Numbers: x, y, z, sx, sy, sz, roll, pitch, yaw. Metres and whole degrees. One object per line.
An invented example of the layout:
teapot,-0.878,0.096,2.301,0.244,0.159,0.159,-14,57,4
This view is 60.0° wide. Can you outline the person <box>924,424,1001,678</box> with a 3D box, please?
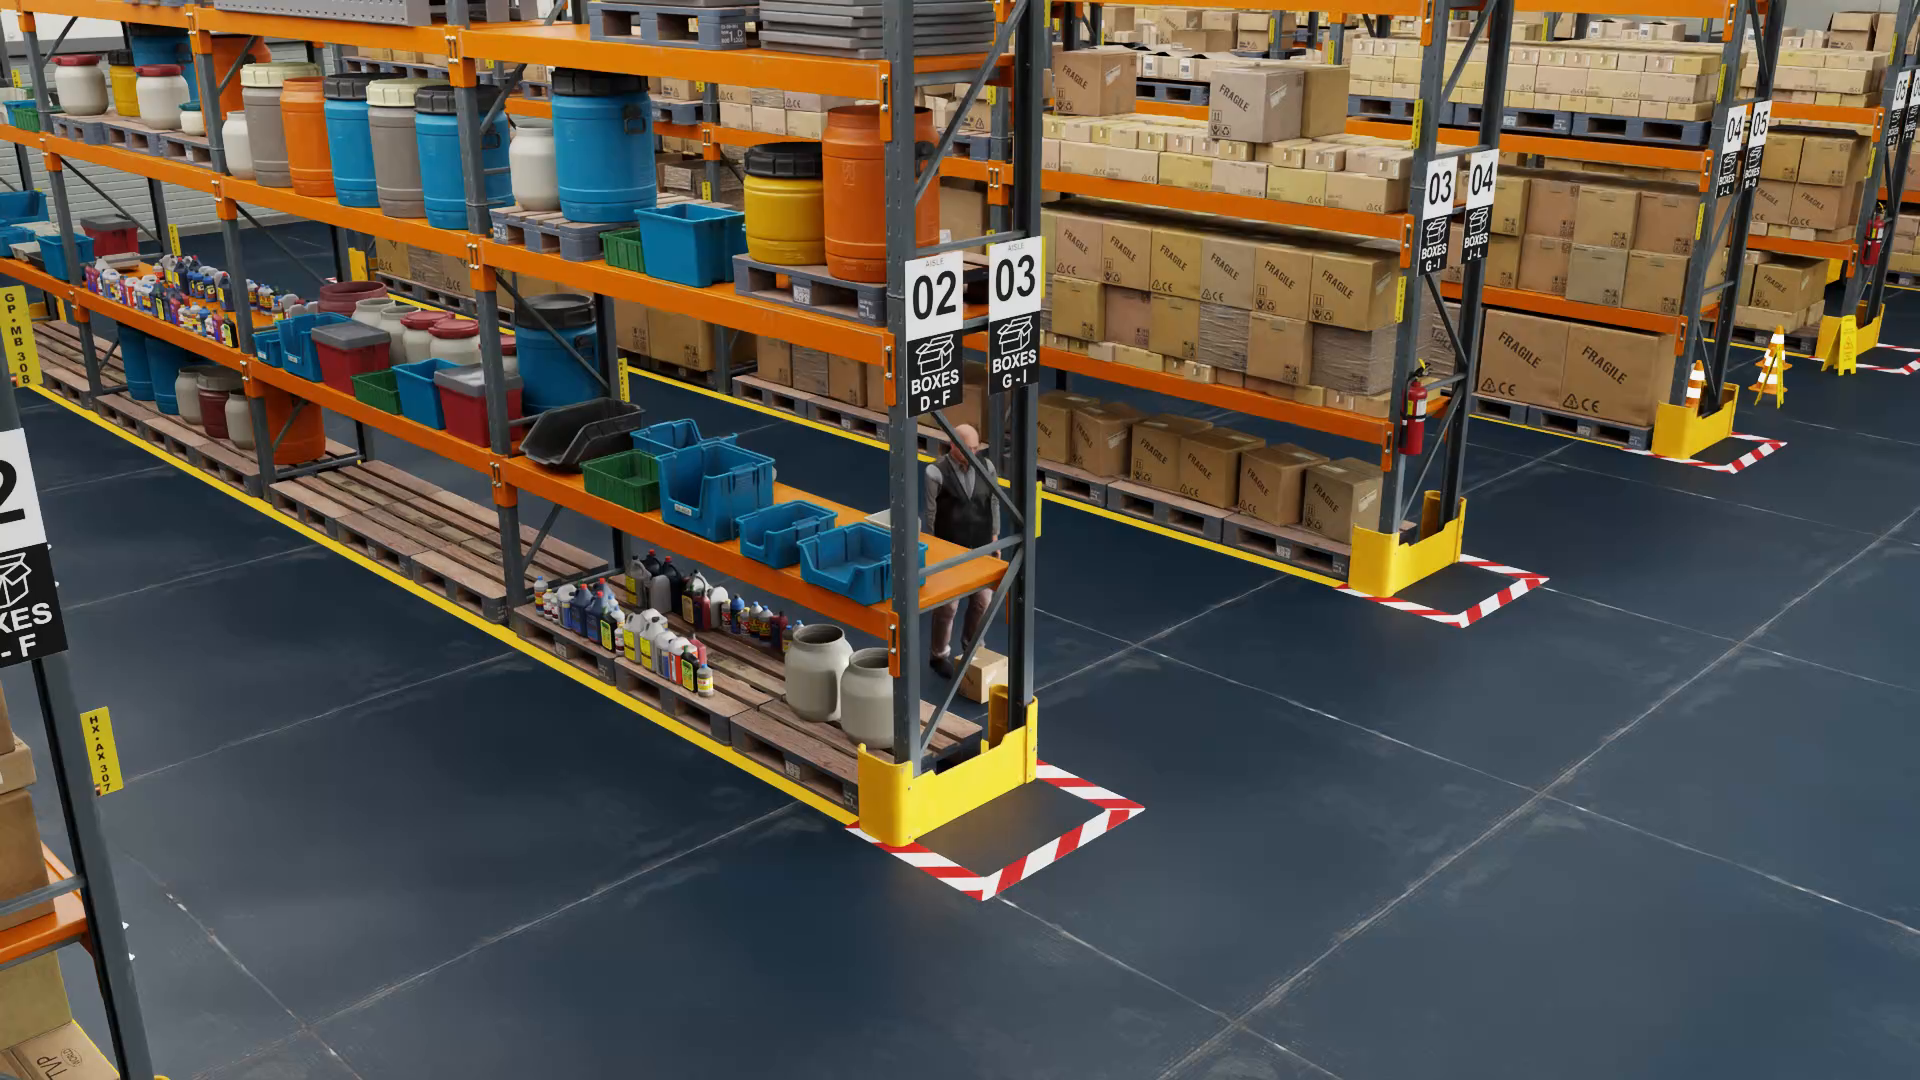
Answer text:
person,0.023,0.054,10.997,0.537,1.714,0.359,-10,22,-24
